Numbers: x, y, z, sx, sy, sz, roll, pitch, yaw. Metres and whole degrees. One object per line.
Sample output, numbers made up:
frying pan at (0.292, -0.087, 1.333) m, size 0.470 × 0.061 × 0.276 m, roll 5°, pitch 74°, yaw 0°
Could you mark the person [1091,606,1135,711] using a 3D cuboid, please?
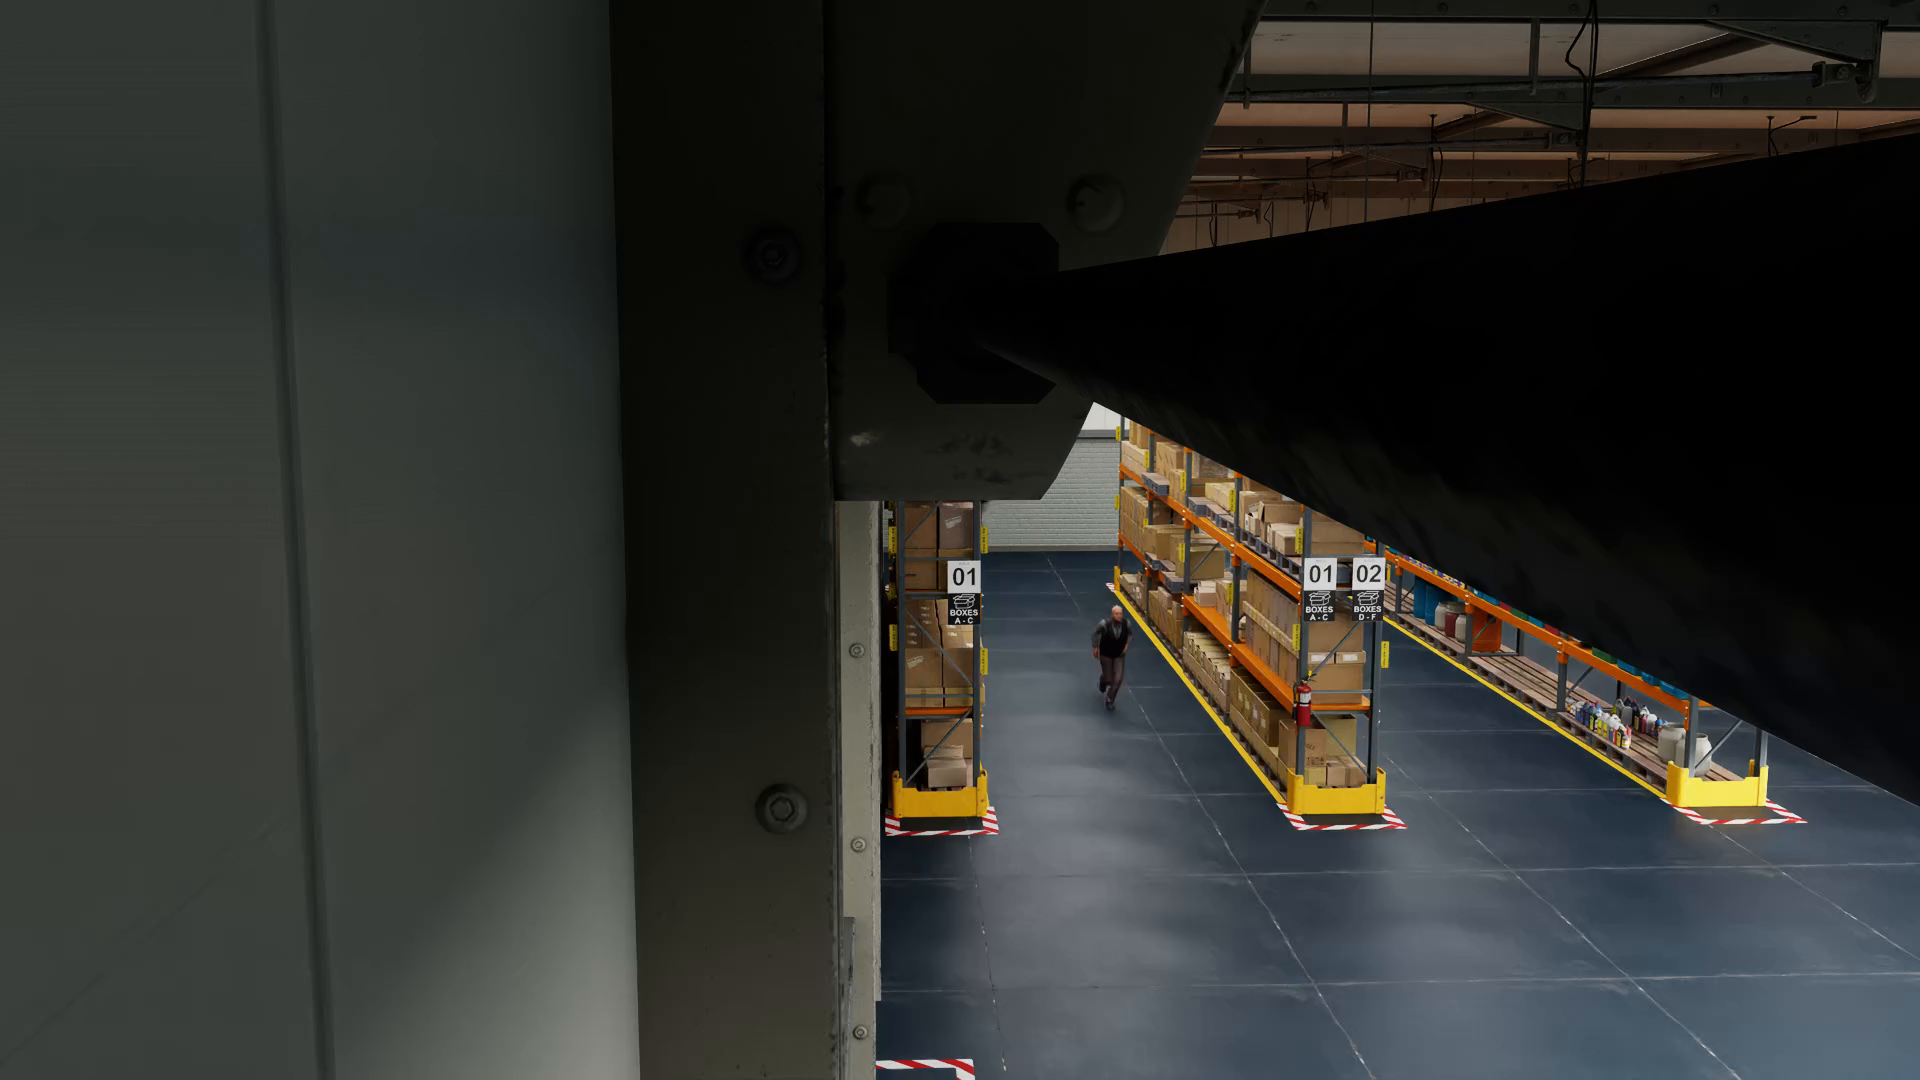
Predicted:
person at (2.372, 1.813, 25.947) m, size 0.653 × 1.658 × 0.760 m, roll -2°, pitch 8°, yaw -14°
